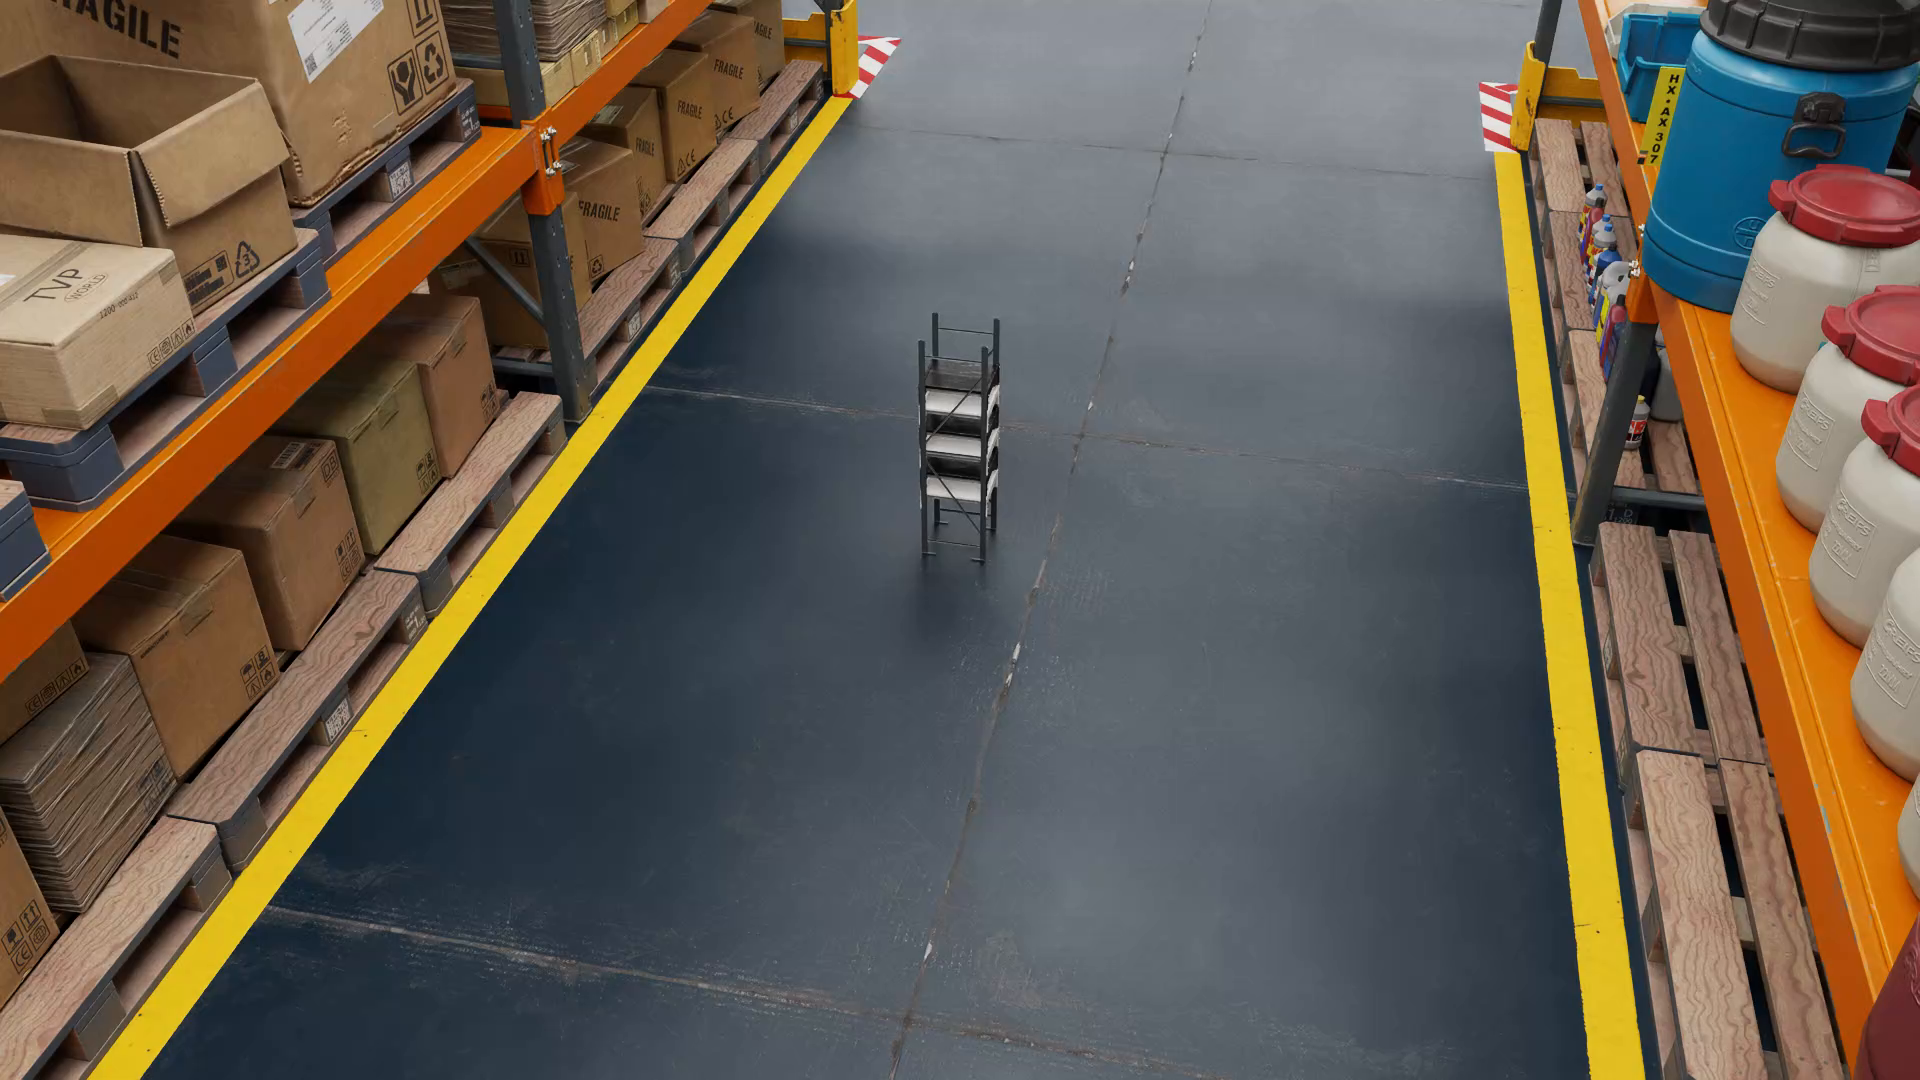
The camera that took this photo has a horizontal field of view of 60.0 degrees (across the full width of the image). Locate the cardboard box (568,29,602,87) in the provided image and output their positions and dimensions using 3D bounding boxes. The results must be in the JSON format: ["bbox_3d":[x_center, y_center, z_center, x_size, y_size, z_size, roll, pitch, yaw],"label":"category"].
[{"bbox_3d":[-1.641,-1.911,6.545,0.380,0.149,0.250,7,37,10],"label":"cardboard box"}]

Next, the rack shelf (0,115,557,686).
[{"bbox_3d":[-2.474,-0.348,4.787,1.077,0.370,4.000,7,37,10],"label":"rack shelf"}]

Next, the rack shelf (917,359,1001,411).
[{"bbox_3d":[-0.002,-0.551,5.841,0.258,0.077,0.200,7,37,10],"label":"rack shelf"}]

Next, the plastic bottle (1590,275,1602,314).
[{"bbox_3d":[2.795,-1.074,7.186,0.097,0.201,0.097,0,36,0],"label":"plastic bottle"}]

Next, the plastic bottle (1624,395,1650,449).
[{"bbox_3d":[2.565,-0.457,6.334,0.097,0.201,0.097,0,36,0],"label":"plastic bottle"}]

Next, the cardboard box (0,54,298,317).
[{"bbox_3d":[-2.327,-0.992,4.617,0.797,0.503,0.637,11,37,15],"label":"cardboard box"}]

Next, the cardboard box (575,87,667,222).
[{"bbox_3d":[-1.752,-1.863,8.036,0.500,0.500,0.500,4,36,6],"label":"cardboard box"}]

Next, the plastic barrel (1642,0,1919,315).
[{"bbox_3d":[2.413,-1.184,4.901,0.600,0.901,0.708,7,37,10],"label":"plastic barrel"}]

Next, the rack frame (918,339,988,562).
[{"bbox_3d":[-0.023,-0.301,5.899,0.240,0.900,0.006,7,37,10],"label":"rack frame"}]

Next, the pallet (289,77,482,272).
[{"bbox_3d":[-2.352,-1.288,5.634,1.003,0.211,1.213,7,37,10],"label":"pallet"}]

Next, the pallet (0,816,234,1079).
[{"bbox_3d":[-2.733,1.189,4.430,1.003,0.211,1.213,7,37,10],"label":"pallet"}]

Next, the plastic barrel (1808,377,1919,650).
[{"bbox_3d":[2.124,-0.030,3.620,0.433,0.535,0.433,0,36,0],"label":"plastic barrel"}]

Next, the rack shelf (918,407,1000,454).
[{"bbox_3d":[-0.002,-0.406,5.946,0.258,0.077,0.200,7,37,10],"label":"rack shelf"}]

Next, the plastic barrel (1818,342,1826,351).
[{"bbox_3d":[2.359,-0.369,4.321,0.301,0.262,0.301,0,36,0],"label":"plastic barrel"}]

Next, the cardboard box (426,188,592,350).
[{"bbox_3d":[-1.923,-1.168,7.077,0.500,0.500,0.500,6,36,9],"label":"cardboard box"}]

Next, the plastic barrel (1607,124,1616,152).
[{"bbox_3d":[3.580,-2.234,8.538,0.421,0.512,0.421,0,36,0],"label":"plastic barrel"}]

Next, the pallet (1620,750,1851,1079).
[{"bbox_3d":[2.403,1.121,4.523,1.003,0.211,1.213,7,37,10],"label":"pallet"}]

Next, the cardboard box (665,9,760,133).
[{"bbox_3d":[-1.437,-2.534,8.962,0.500,0.500,0.500,17,39,22],"label":"cardboard box"}]

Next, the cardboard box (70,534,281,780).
[{"bbox_3d":[-2.557,0.310,5.022,0.700,0.500,0.500,10,37,14],"label":"cardboard box"}]

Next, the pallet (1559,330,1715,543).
[{"bbox_3d":[2.976,-0.415,6.643,1.003,0.211,1.213,7,37,10],"label":"pallet"}]

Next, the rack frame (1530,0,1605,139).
[{"bbox_3d":[3.646,-3.458,8.465,1.000,3.000,0.127,7,37,10],"label":"rack frame"}]

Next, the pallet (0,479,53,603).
[{"bbox_3d":[-2.853,0.163,3.632,1.213,0.211,1.003,7,37,10],"label":"pallet"}]

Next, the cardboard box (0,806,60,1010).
[{"bbox_3d":[-2.778,0.955,4.131,0.700,0.500,0.500,5,36,8],"label":"cardboard box"}]

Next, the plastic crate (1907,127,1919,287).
[{"bbox_3d":[2.987,-0.875,4.846,0.402,0.464,0.583,7,37,10],"label":"plastic crate"}]

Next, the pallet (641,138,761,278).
[{"bbox_3d":[-1.680,-1.747,8.481,1.003,0.211,1.213,7,37,10],"label":"pallet"}]

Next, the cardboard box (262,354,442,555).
[{"bbox_3d":[-2.319,-0.331,5.906,0.700,0.500,0.500,7,37,10],"label":"cardboard box"}]

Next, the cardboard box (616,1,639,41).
[{"bbox_3d":[-1.571,-2.202,6.947,0.380,0.149,0.250,7,37,10],"label":"cardboard box"}]

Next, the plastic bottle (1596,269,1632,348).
[{"bbox_3d":[2.758,-0.971,6.916,0.144,0.351,0.185,7,37,10],"label":"plastic bottle"}]

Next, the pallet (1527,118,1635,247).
[{"bbox_3d":[3.497,-1.814,8.573,1.003,0.211,1.213,7,37,10],"label":"pallet"}]

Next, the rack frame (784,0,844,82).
[{"bbox_3d":[-1.193,-4.079,9.322,1.000,3.000,0.127,7,37,10],"label":"rack frame"}]

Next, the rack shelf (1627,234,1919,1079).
[{"bbox_3d":[2.364,0.273,3.930,1.077,0.370,4.000,7,37,10],"label":"rack shelf"}]

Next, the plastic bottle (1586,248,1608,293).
[{"bbox_3d":[2.839,-1.192,7.348,0.097,0.201,0.097,0,36,0],"label":"plastic bottle"}]

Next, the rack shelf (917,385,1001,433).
[{"bbox_3d":[-0.002,-0.478,5.893,0.258,0.077,0.200,7,37,10],"label":"rack shelf"}]

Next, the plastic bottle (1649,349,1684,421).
[{"bbox_3d":[2.788,-0.657,6.483,0.144,0.351,0.185,7,37,10],"label":"plastic bottle"}]

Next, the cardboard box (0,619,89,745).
[{"bbox_3d":[-2.684,0.345,4.334,0.500,0.250,0.500,11,37,15],"label":"cardboard box"}]

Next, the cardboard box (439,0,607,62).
[{"bbox_3d":[-1.891,-2.197,6.386,0.875,0.500,0.500,7,37,10],"label":"cardboard box"}]

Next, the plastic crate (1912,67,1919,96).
[{"bbox_3d":[3.357,-1.822,6.388,0.450,0.188,0.662,7,37,10],"label":"plastic crate"}]

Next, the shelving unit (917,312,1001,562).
[{"bbox_3d":[-0.002,-0.360,5.980,0.258,0.900,0.210,7,37,10],"label":"shelving unit"}]

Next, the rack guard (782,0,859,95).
[{"bbox_3d":[-1.209,-3.023,9.995,1.175,0.500,0.348,7,37,10],"label":"rack guard"}]

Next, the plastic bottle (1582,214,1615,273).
[{"bbox_3d":[2.881,-1.334,7.485,0.097,0.271,0.097,0,36,0],"label":"plastic bottle"}]

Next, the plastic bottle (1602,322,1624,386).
[{"bbox_3d":[2.689,-0.786,6.660,0.144,0.351,0.185,6,36,8],"label":"plastic bottle"}]

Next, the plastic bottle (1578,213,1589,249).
[{"bbox_3d":[2.932,-1.443,7.695,0.097,0.201,0.097,0,36,0],"label":"plastic bottle"}]

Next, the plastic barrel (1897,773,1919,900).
[{"bbox_3d":[1.948,0.467,2.955,0.421,0.512,0.421,0,36,0],"label":"plastic barrel"}]

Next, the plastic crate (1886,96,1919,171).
[{"bbox_3d":[3.028,-1.424,5.711,0.767,0.338,0.504,7,37,10],"label":"plastic crate"}]
